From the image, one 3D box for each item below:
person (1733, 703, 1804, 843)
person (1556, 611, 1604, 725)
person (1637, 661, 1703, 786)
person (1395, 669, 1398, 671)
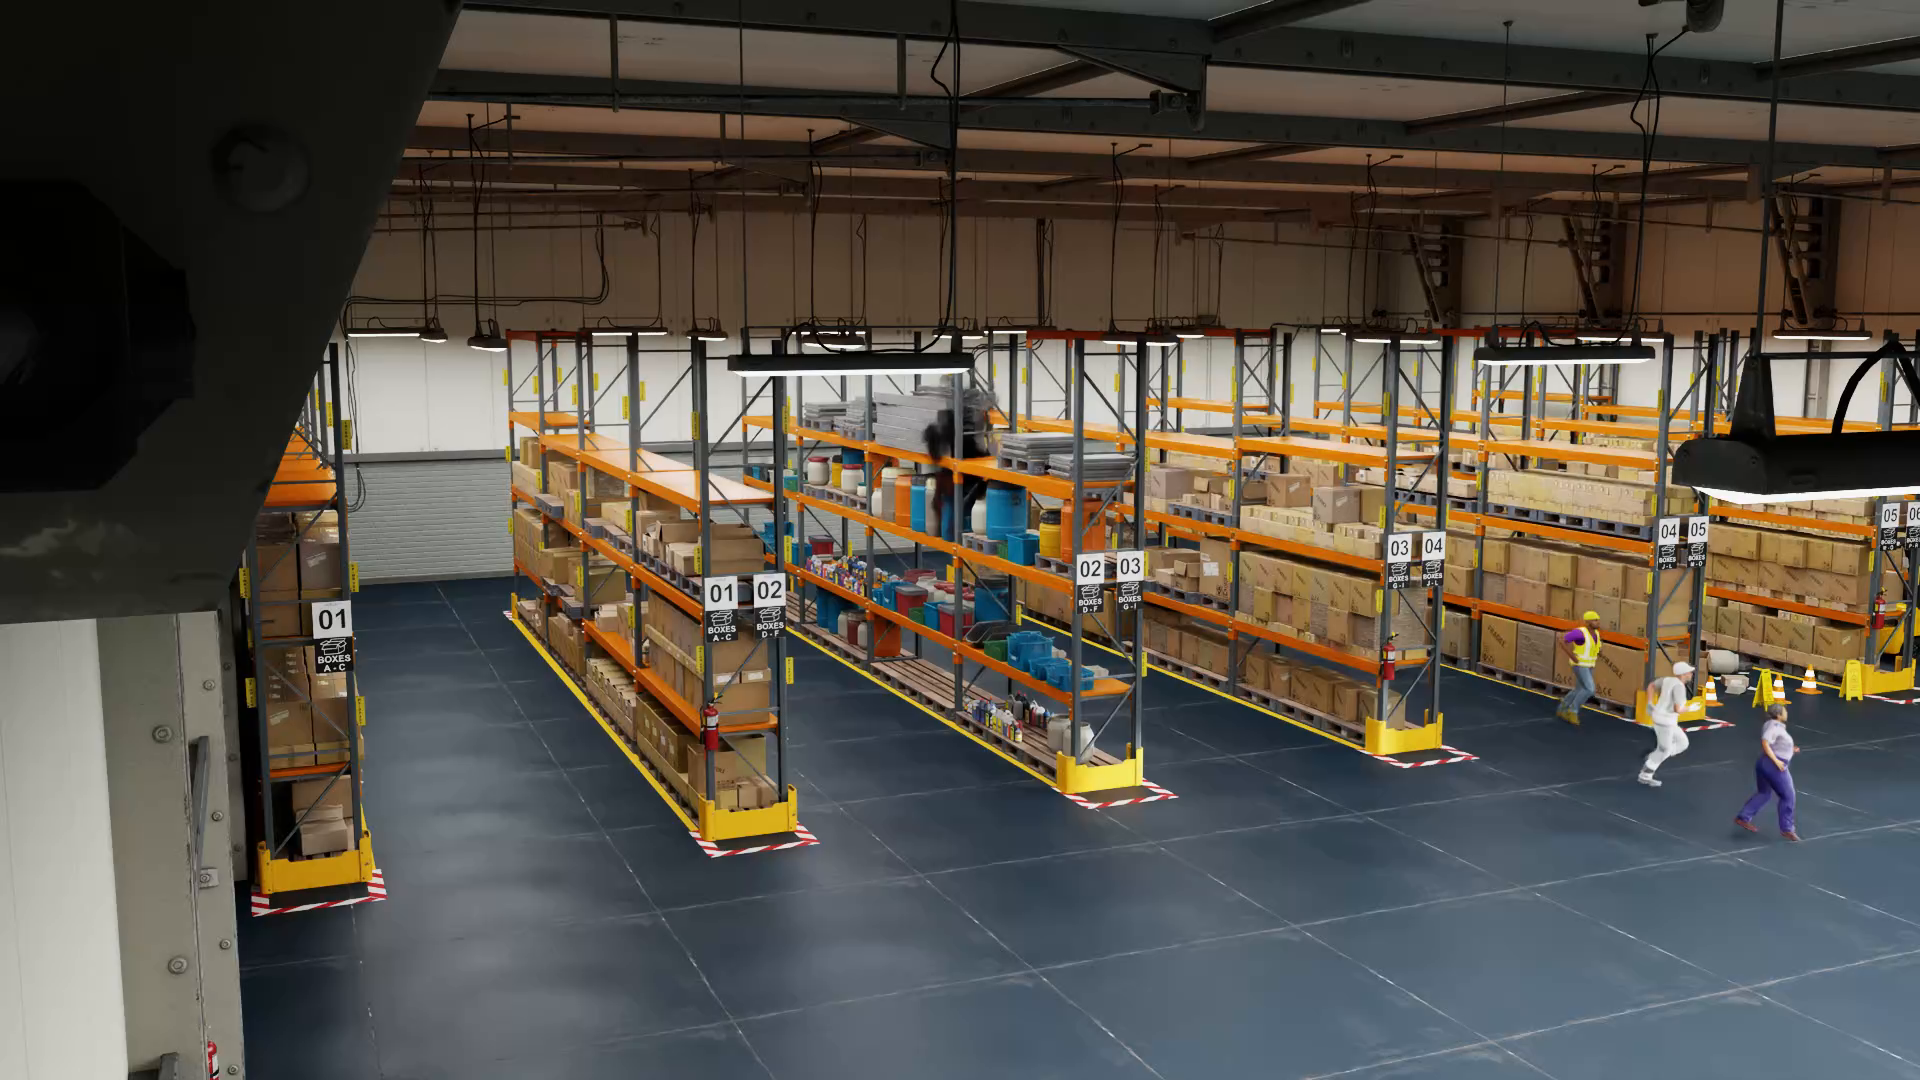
[{"bbox_3d":[9.812,2.798,20.090,0.766,1.693,0.611,1,8,8],"label":"person"},{"bbox_3d":[9.677,1.981,25.835,0.675,1.788,0.665,-7,10,-40],"label":"person"},{"bbox_3d":[9.512,2.459,22.248,0.745,1.717,0.632,2,8,16],"label":"person"},{"bbox_3d":[7.594,1.475,29.710,0.650,1.680,0.652,-5,9,-32],"label":"person"}]
